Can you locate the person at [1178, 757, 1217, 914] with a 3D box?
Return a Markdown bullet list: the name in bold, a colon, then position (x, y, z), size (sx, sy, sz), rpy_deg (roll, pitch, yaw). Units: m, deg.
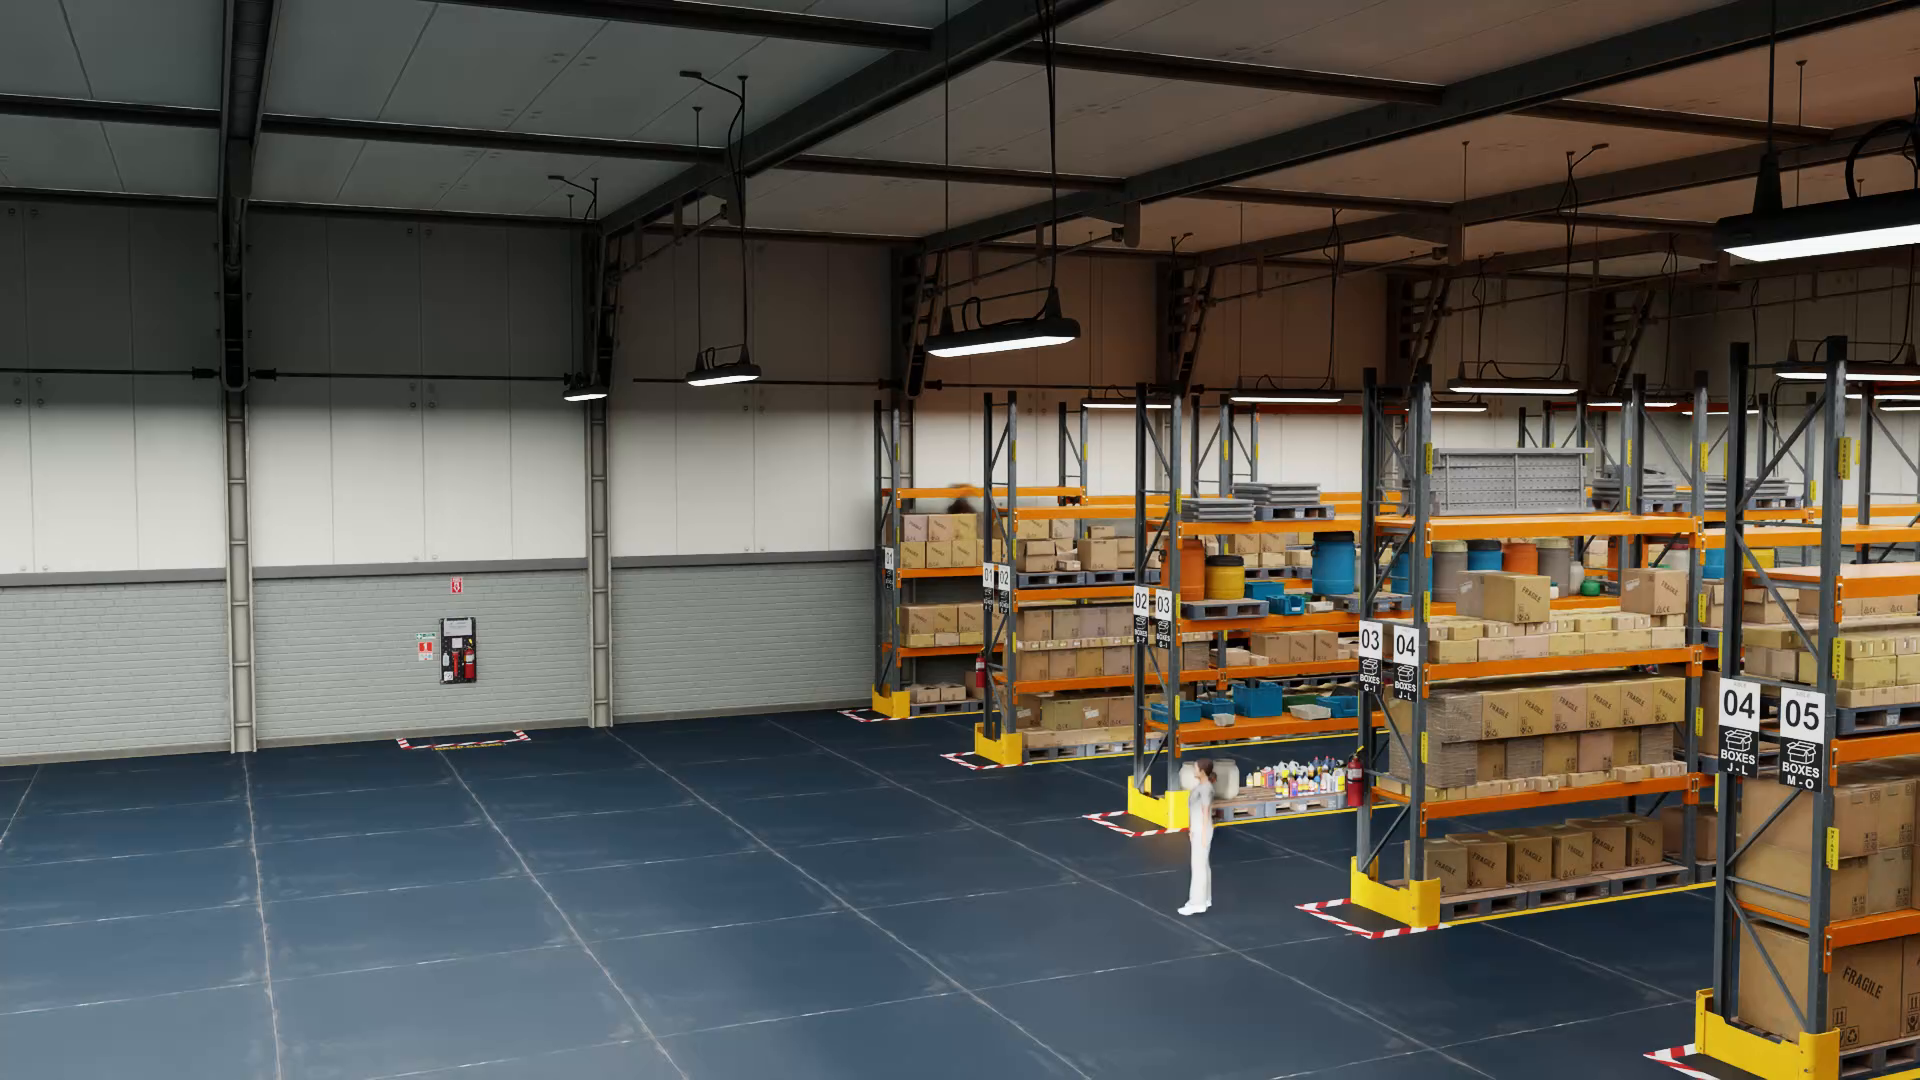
- **person**: position (2.640, 3.254, 18.431), size (0.446, 1.677, 0.553), rpy_deg (0, 3, 5)
